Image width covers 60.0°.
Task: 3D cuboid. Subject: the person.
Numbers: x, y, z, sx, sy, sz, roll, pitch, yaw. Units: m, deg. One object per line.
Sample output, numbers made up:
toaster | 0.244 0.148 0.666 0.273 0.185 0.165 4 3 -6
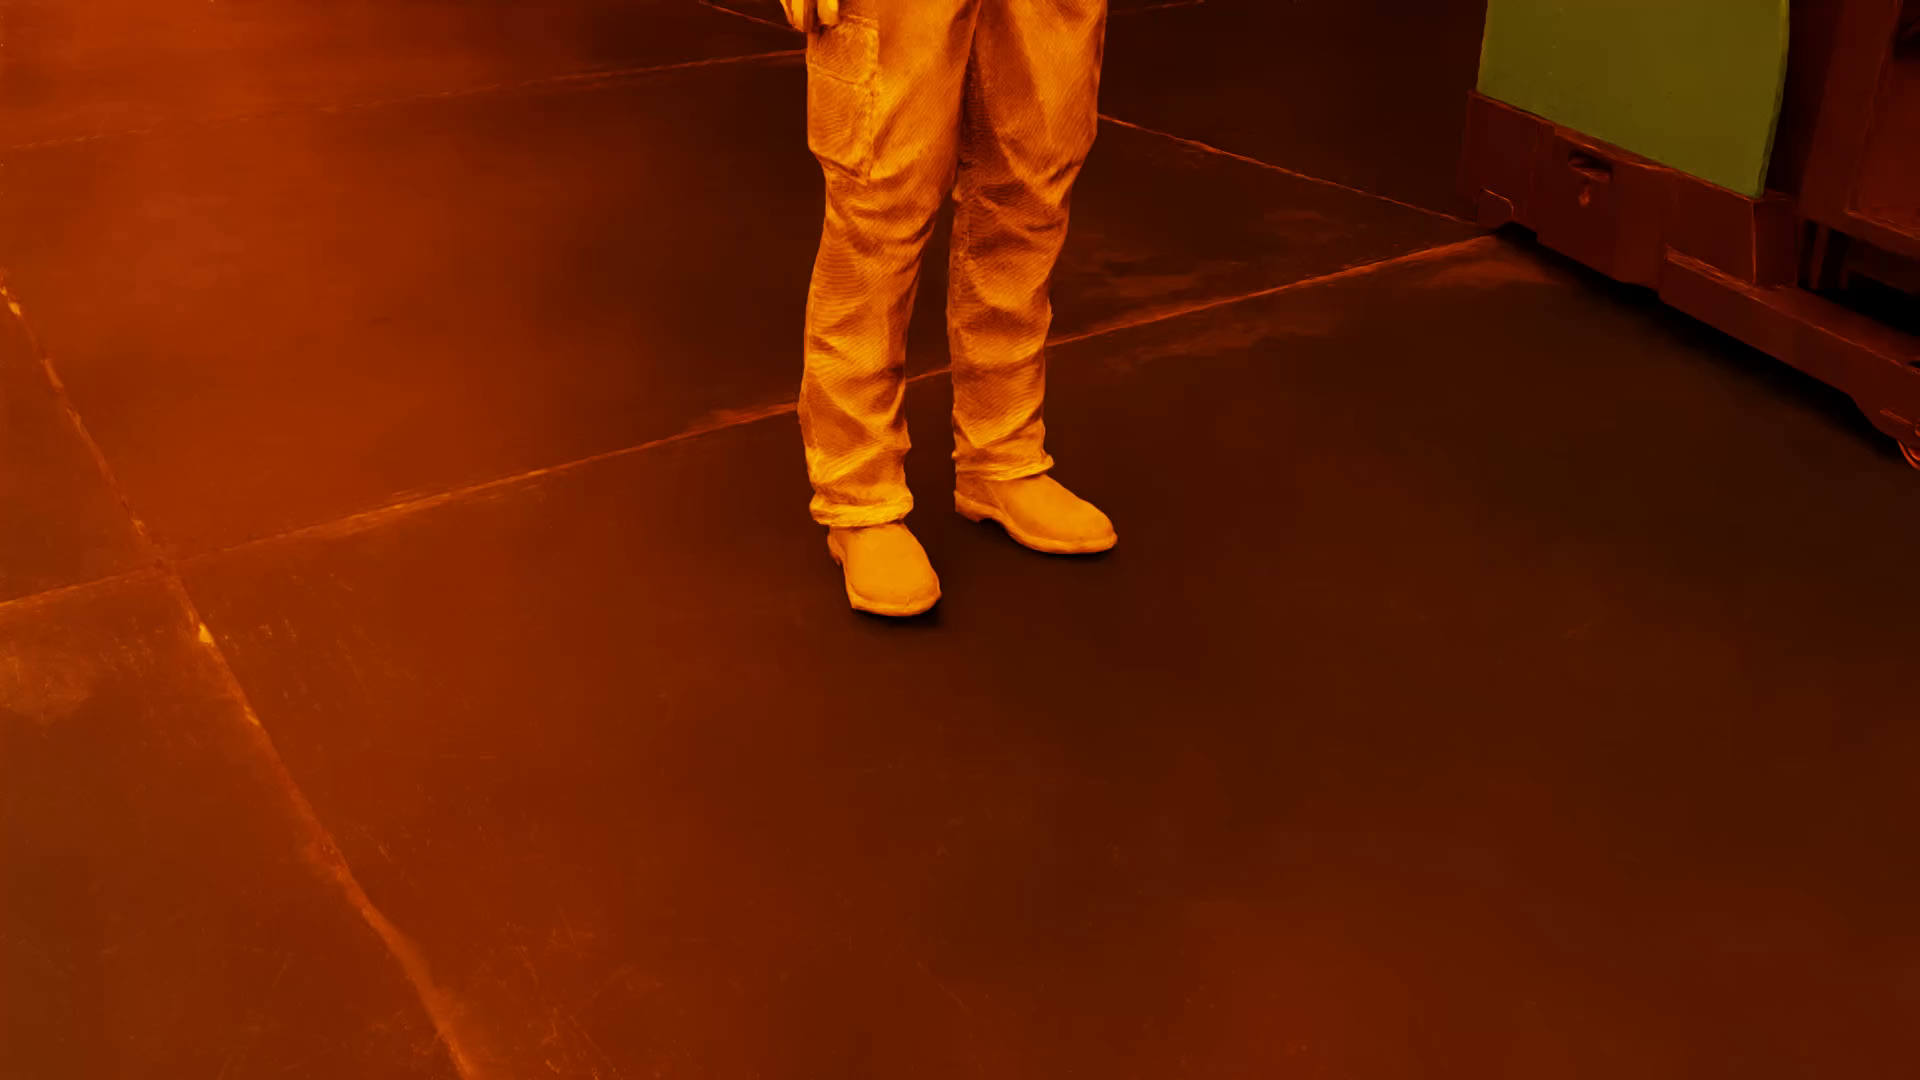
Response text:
person | 0.009 -0.794 2.090 0.546 1.789 0.364 -17 31 -31

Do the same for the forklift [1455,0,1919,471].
forklift | 2.069 -1.521 2.263 1.130 2.935 3.031 -7 27 -13
